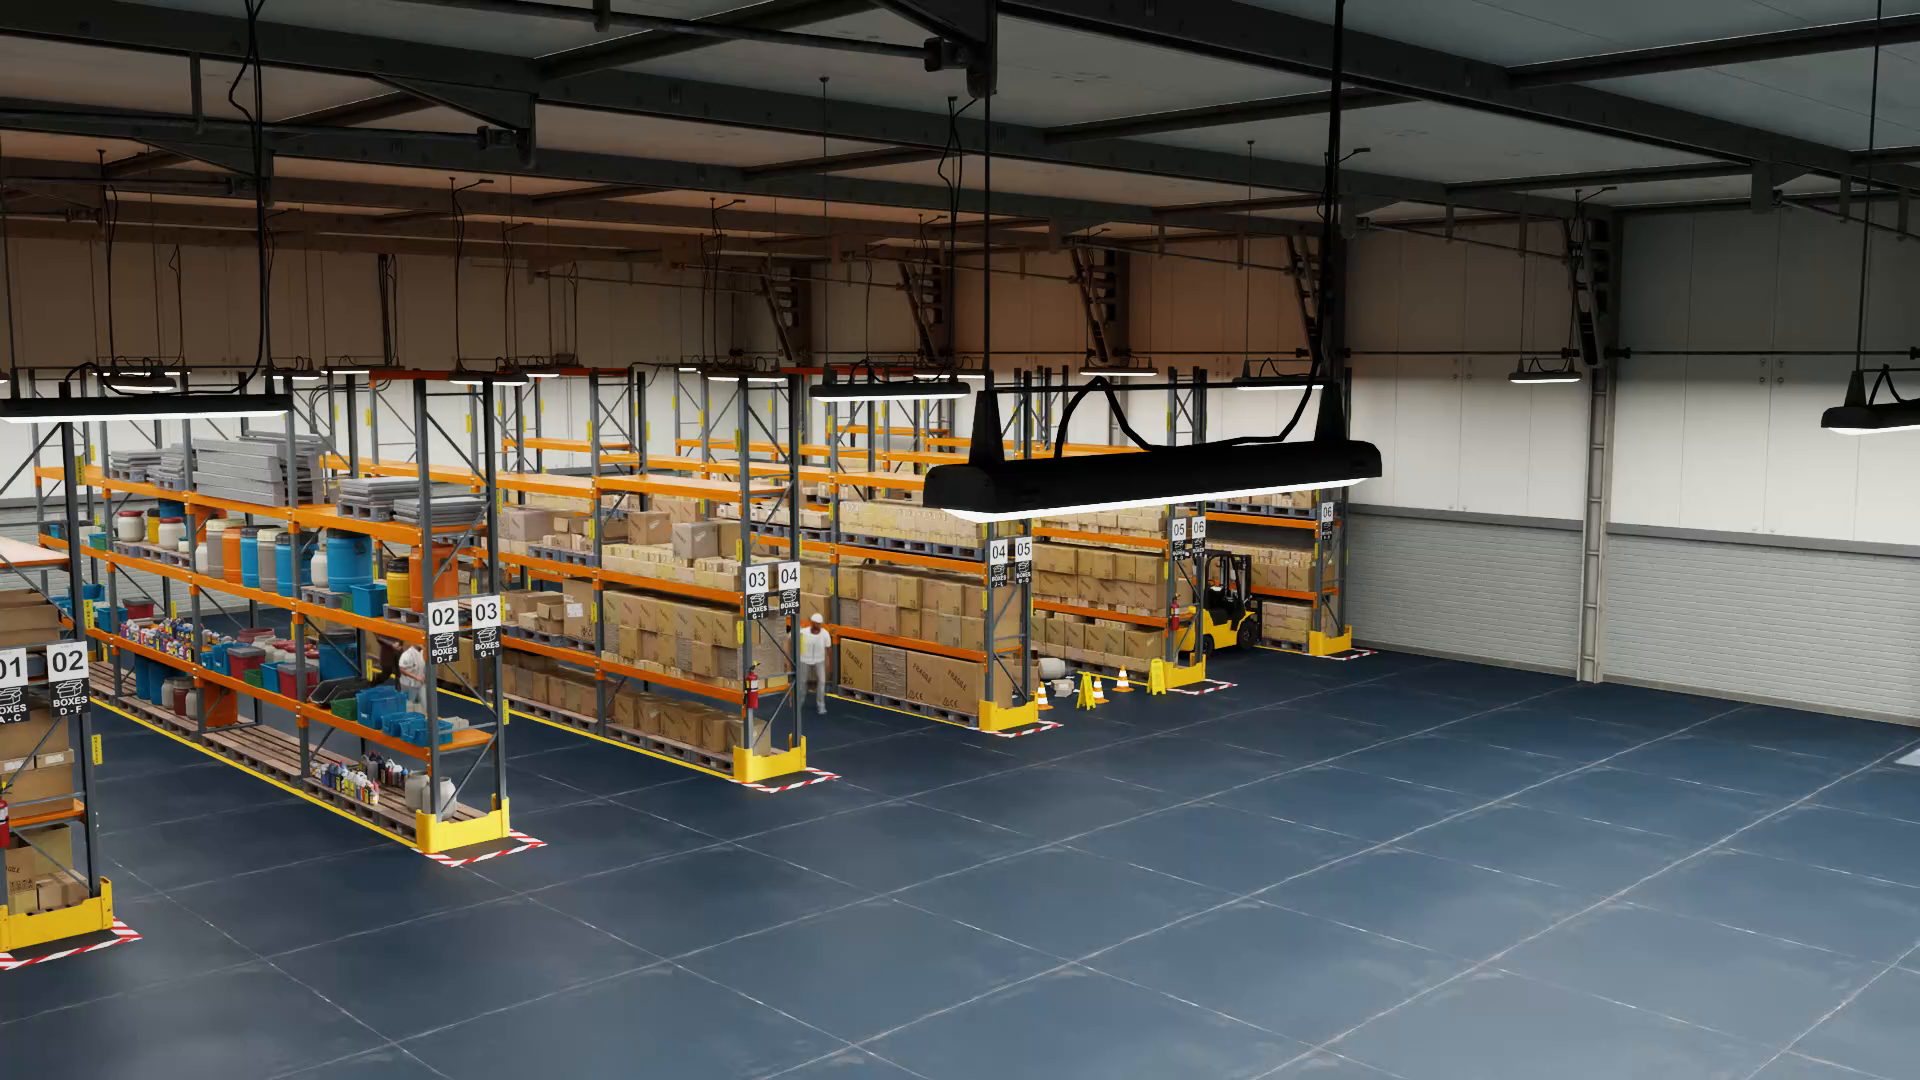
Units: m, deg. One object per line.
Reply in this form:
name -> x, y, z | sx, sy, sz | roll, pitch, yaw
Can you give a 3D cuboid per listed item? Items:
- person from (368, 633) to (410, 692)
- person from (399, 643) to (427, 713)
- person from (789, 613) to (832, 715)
person -> -10.444, 2.049, 30.351 | 0.941, 1.740, 0.697 | 4, 8, 31
person -> -9.120, 2.374, 27.573 | 0.869, 1.730, 0.655 | 3, 7, 27
person -> -2.639, 2.158, 29.369 | 0.773, 1.759, 0.766 | -1, 7, -11
